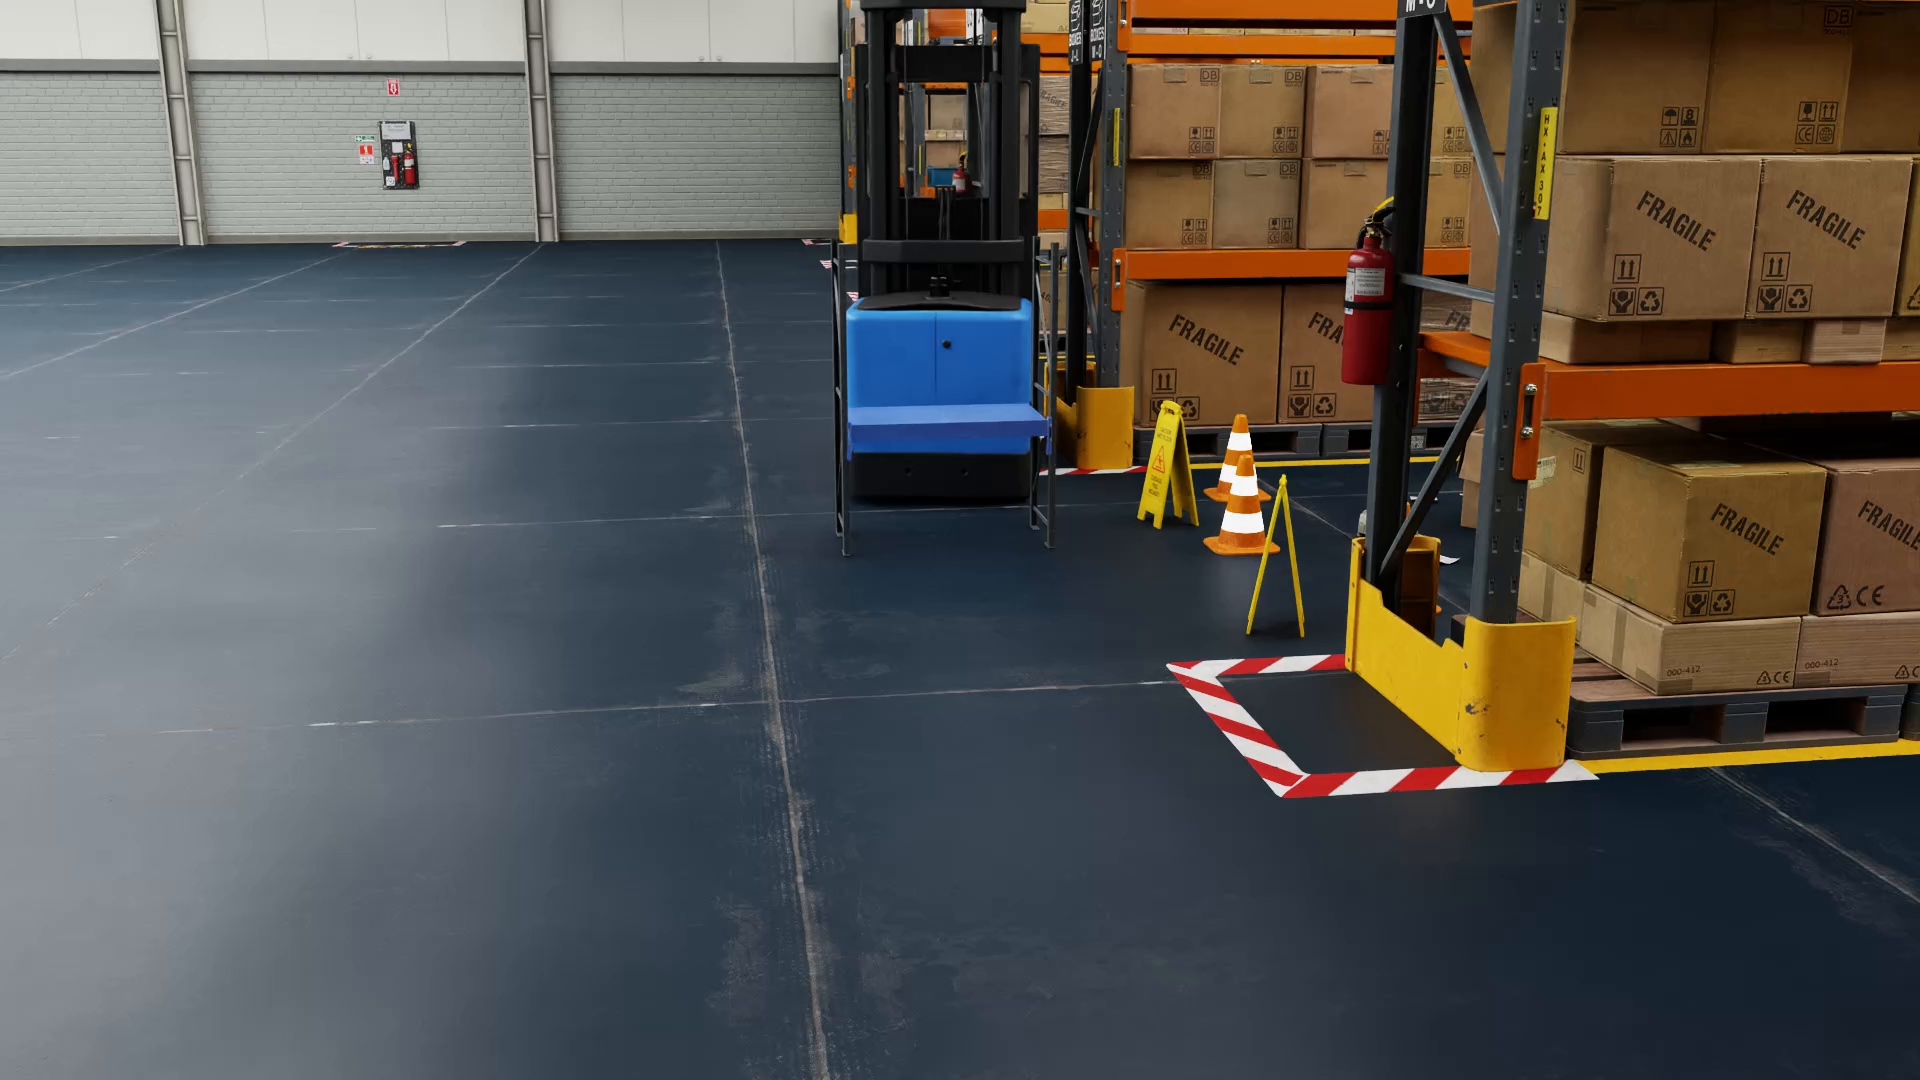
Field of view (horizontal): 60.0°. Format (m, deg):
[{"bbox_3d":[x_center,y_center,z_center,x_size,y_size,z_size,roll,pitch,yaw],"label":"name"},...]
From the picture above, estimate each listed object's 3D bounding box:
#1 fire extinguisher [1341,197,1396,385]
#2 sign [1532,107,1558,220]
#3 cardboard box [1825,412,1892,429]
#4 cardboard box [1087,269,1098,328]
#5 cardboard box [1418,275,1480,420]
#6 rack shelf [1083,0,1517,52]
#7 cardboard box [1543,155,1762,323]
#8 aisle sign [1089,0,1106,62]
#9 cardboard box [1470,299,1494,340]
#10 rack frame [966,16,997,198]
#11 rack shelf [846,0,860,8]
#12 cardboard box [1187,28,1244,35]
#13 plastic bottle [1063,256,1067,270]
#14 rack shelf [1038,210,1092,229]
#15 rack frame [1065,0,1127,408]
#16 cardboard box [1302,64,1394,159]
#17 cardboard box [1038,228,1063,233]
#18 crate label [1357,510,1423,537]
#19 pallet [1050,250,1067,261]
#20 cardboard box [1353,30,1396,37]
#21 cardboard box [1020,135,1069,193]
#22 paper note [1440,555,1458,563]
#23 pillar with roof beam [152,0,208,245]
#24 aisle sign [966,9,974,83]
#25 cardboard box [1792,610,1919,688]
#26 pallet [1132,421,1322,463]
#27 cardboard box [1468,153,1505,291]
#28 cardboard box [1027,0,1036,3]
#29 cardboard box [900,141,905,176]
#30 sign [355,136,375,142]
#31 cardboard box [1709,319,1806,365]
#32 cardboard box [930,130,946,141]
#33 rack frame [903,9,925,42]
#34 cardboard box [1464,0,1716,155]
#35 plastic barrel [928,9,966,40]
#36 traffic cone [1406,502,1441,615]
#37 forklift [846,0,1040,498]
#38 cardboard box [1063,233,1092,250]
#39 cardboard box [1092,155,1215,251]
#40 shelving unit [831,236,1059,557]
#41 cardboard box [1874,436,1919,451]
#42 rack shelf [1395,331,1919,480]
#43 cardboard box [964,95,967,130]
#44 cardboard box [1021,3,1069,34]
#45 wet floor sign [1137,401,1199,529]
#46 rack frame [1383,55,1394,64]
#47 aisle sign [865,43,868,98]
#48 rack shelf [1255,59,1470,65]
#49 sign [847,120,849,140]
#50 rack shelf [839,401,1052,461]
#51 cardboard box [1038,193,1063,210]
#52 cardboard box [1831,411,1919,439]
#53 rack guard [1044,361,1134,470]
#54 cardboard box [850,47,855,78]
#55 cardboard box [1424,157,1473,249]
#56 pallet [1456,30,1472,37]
[{"bbox_3d":[1.491,-0.909,6.050,0.183,0.674,0.296,-2,14,-8],"label":"fire extinguisher"},{"bbox_3d":[1.753,-1.129,4.989,0.005,0.325,0.100,-2,14,-8],"label":"sign"},{"bbox_3d":[3.289,-0.527,6.281,0.250,0.149,0.380,-1,14,-6],"label":"cardboard box"},{"bbox_3d":[1.402,-2.264,15.567,0.500,0.500,0.500,2,14,6],"label":"cardboard box"},{"bbox_3d":[3.267,-1.306,10.976,0.875,0.875,0.875,-2,14,-8],"label":"cardboard box"},{"bbox_3d":[2.813,-3.206,10.360,4.000,0.370,1.077,-2,14,-8],"label":"rack shelf"},{"bbox_3d":[2.182,-0.983,5.369,0.500,0.500,0.500,-2,14,-9],"label":"cardboard box"},{"bbox_3d":[0.810,-3.213,9.734,0.004,0.787,0.394,-2,14,-8],"label":"aisle sign"},{"bbox_3d":[2.010,-0.783,5.905,0.250,0.149,0.380,-2,14,-6],"label":"cardboard box"},{"bbox_3d":[0.196,-3.224,15.120,0.127,3.000,1.000,-2,14,-8],"label":"rack frame"},{"bbox_3d":[-0.040,-9.430,29.020,4.000,0.370,1.077,-2,14,-8],"label":"rack shelf"},{"bbox_3d":[2.224,-4.619,14.824,0.500,0.250,0.500,-2,14,-7],"label":"cardboard box"},{"bbox_3d":[1.297,-3.296,20.112,0.097,0.271,0.097,0,14,0],"label":"plastic bottle"},{"bbox_3d":[2.174,-2.947,15.497,4.000,0.370,1.077,-2,14,-8],"label":"rack shelf"},{"bbox_3d":[0.835,-2.027,10.348,0.127,3.000,1.000,-2,14,-8],"label":"rack frame"},{"bbox_3d":[2.312,-2.657,10.334,0.550,0.550,0.875,-2,14,-8],"label":"cardboard box"},{"bbox_3d":[1.263,-4.882,24.979,0.500,0.500,0.500,-2,14,-8],"label":"cardboard box"},{"bbox_3d":[2.172,-0.076,8.451,0.298,0.136,0.250,-11,18,-37],"label":"crate label"},{"bbox_3d":[1.887,-4.381,25.465,1.213,0.211,1.003,-2,14,-8],"label":"pallet"},{"bbox_3d":[3.740,-4.672,15.035,0.500,0.250,0.500,-2,14,-6],"label":"cardboard box"},{"bbox_3d":[0.744,-3.430,15.125,0.500,0.500,0.875,-2,14,-8],"label":"cardboard box"},{"bbox_3d":[2.311,0.087,8.022,0.142,0.019,0.148,-8,16,-28],"label":"paper note"},{"bbox_3d":[-12.679,-8.471,23.711,0.400,9.000,9.100,-2,14,-8],"label":"pillar with roof beam"},{"bbox_3d":[0.090,-4.555,15.083,0.004,0.787,0.394,-2,14,-8],"label":"aisle sign"},{"bbox_3d":[3.017,0.311,5.816,0.500,0.250,0.500,-2,14,-6],"label":"cardboard box"},{"bbox_3d":[1.614,-0.722,10.878,1.213,0.211,1.003,-2,14,-8],"label":"pallet"},{"bbox_3d":[2.168,-1.119,5.909,0.500,0.500,0.500,-2,14,-9],"label":"cardboard box"},{"bbox_3d":[0.503,-4.754,14.543,0.250,0.149,0.380,-2,14,-9],"label":"cardboard box"},{"bbox_3d":[-0.813,-5.669,24.665,0.500,0.500,0.700,-2,14,-8],"label":"cardboard box"},{"bbox_3d":[-10.393,-7.011,29.059,0.331,0.109,0.001,-2,14,-8],"label":"sign"},{"bbox_3d":[2.561,-0.683,5.507,0.250,0.149,0.380,-3,14,-10],"label":"cardboard box"},{"bbox_3d":[-0.348,-5.951,24.457,0.250,0.149,0.380,-2,14,-8],"label":"cardboard box"},{"bbox_3d":[-0.542,-7.325,19.141,0.127,3.000,1.000,-2,14,-8],"label":"rack frame"},{"bbox_3d":[2.145,-1.589,5.728,0.500,0.500,0.700,-2,14,-10],"label":"cardboard box"},{"bbox_3d":[-0.080,-6.330,19.595,0.708,0.830,0.600,-2,14,-8],"label":"plastic barrel"},{"bbox_3d":[1.905,0.065,7.223,0.334,0.463,0.336,-2,14,-8],"label":"traffic cone"},{"bbox_3d":[-0.063,-1.956,10.207,1.130,2.935,3.031,1,14,3],"label":"forklift"},{"bbox_3d":[1.757,-4.537,25.144,0.500,0.250,0.500,-2,14,-8],"label":"cardboard box"},{"bbox_3d":[1.195,-2.124,10.427,0.550,0.550,0.875,-2,14,-8],"label":"cardboard box"},{"bbox_3d":[-0.084,-0.724,8.237,1.048,1.500,0.538,-2,14,-8],"label":"shelving unit"},{"bbox_3d":[3.548,-0.074,5.807,0.500,0.500,0.500,-2,14,-7],"label":"cardboard box"},{"bbox_3d":[3.650,-0.564,5.992,4.000,0.370,1.077,-2,14,-8],"label":"rack shelf"},{"bbox_3d":[0.257,-6.339,24.670,0.500,0.500,0.700,-2,14,-8],"label":"cardboard box"},{"bbox_3d":[0.711,-4.561,14.595,0.500,0.250,0.500,-2,14,-7],"label":"cardboard box"},{"bbox_3d":[1.101,-0.408,8.731,0.232,0.644,0.267,-5,15,-18],"label":"wet floor sign"},{"bbox_3d":[4.151,-3.369,15.698,0.127,3.000,1.000,-2,14,-8],"label":"rack frame"},{"bbox_3d":[-1.385,-6.936,24.578,0.004,0.787,0.394,-2,14,-8],"label":"aisle sign"},{"bbox_3d":[5.391,-5.739,20.460,4.000,0.370,1.077,-2,14,-8],"label":"rack shelf"},{"bbox_3d":[-1.937,-7.088,28.747,0.005,0.325,0.100,-2,14,-8],"label":"sign"},{"bbox_3d":[-0.084,-0.550,8.281,1.000,0.185,0.538,-2,14,-8],"label":"rack shelf"},{"bbox_3d":[0.763,-3.059,14.981,0.250,0.149,0.380,-2,14,-8],"label":"cardboard box"},{"bbox_3d":[3.441,-0.202,6.318,0.500,0.500,0.500,-2,14,-10],"label":"cardboard box"},{"bbox_3d":[0.811,-0.814,10.649,0.348,0.500,1.175,-2,14,-8],"label":"rack guard"},{"bbox_3d":[-1.650,-8.263,28.802,0.500,0.500,0.500,-2,14,-7],"label":"cardboard box"},{"bbox_3d":[2.826,-2.169,10.604,0.500,0.550,0.875,-2,14,-8],"label":"cardboard box"},{"bbox_3d":[4.778,-4.729,15.343,1.003,0.211,1.213,-2,14,-8],"label":"pallet"}]
